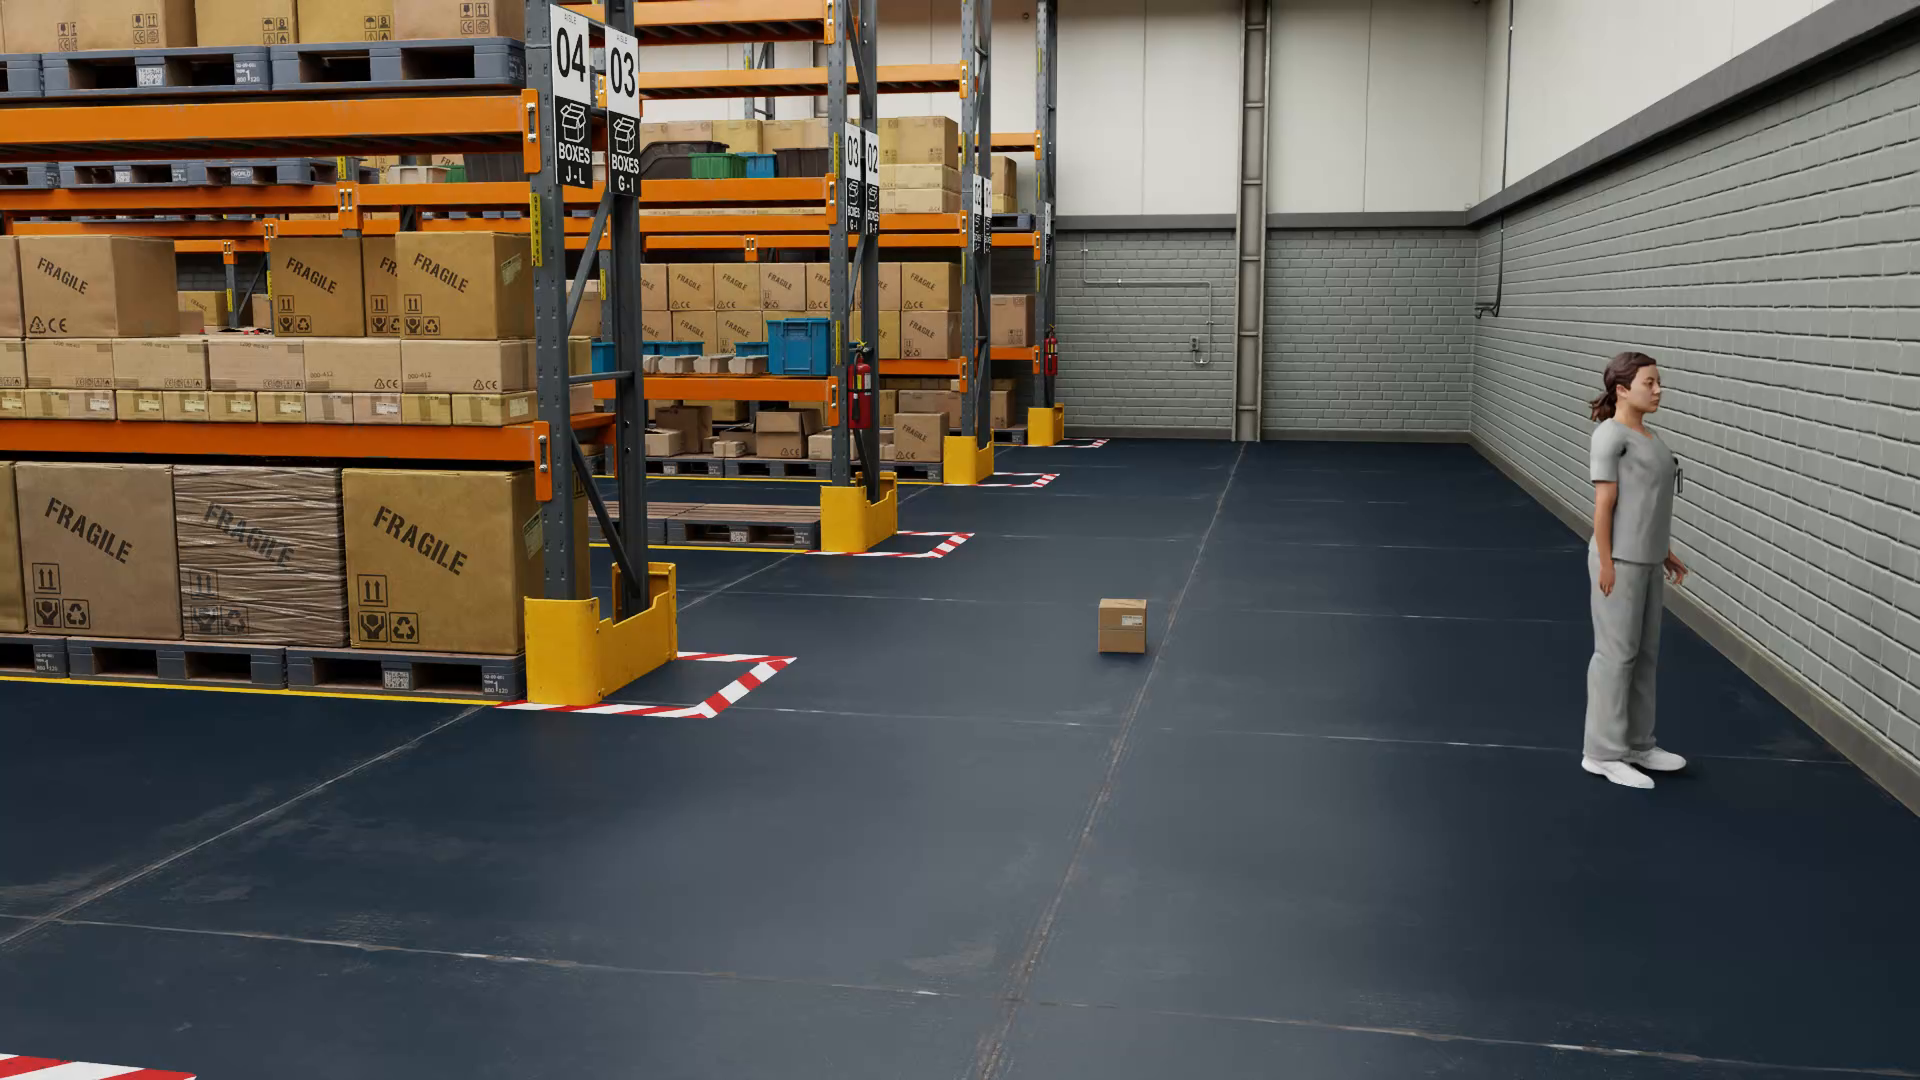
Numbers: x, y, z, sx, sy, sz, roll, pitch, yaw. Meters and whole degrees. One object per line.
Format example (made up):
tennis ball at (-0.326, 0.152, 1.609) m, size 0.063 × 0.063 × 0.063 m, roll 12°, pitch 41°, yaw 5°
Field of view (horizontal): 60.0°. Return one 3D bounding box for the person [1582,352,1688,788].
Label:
person at (2.681, 0.104, 6.617) m, size 0.428 × 1.692 × 0.444 m, roll 7°, pitch 11°, yaw 43°
